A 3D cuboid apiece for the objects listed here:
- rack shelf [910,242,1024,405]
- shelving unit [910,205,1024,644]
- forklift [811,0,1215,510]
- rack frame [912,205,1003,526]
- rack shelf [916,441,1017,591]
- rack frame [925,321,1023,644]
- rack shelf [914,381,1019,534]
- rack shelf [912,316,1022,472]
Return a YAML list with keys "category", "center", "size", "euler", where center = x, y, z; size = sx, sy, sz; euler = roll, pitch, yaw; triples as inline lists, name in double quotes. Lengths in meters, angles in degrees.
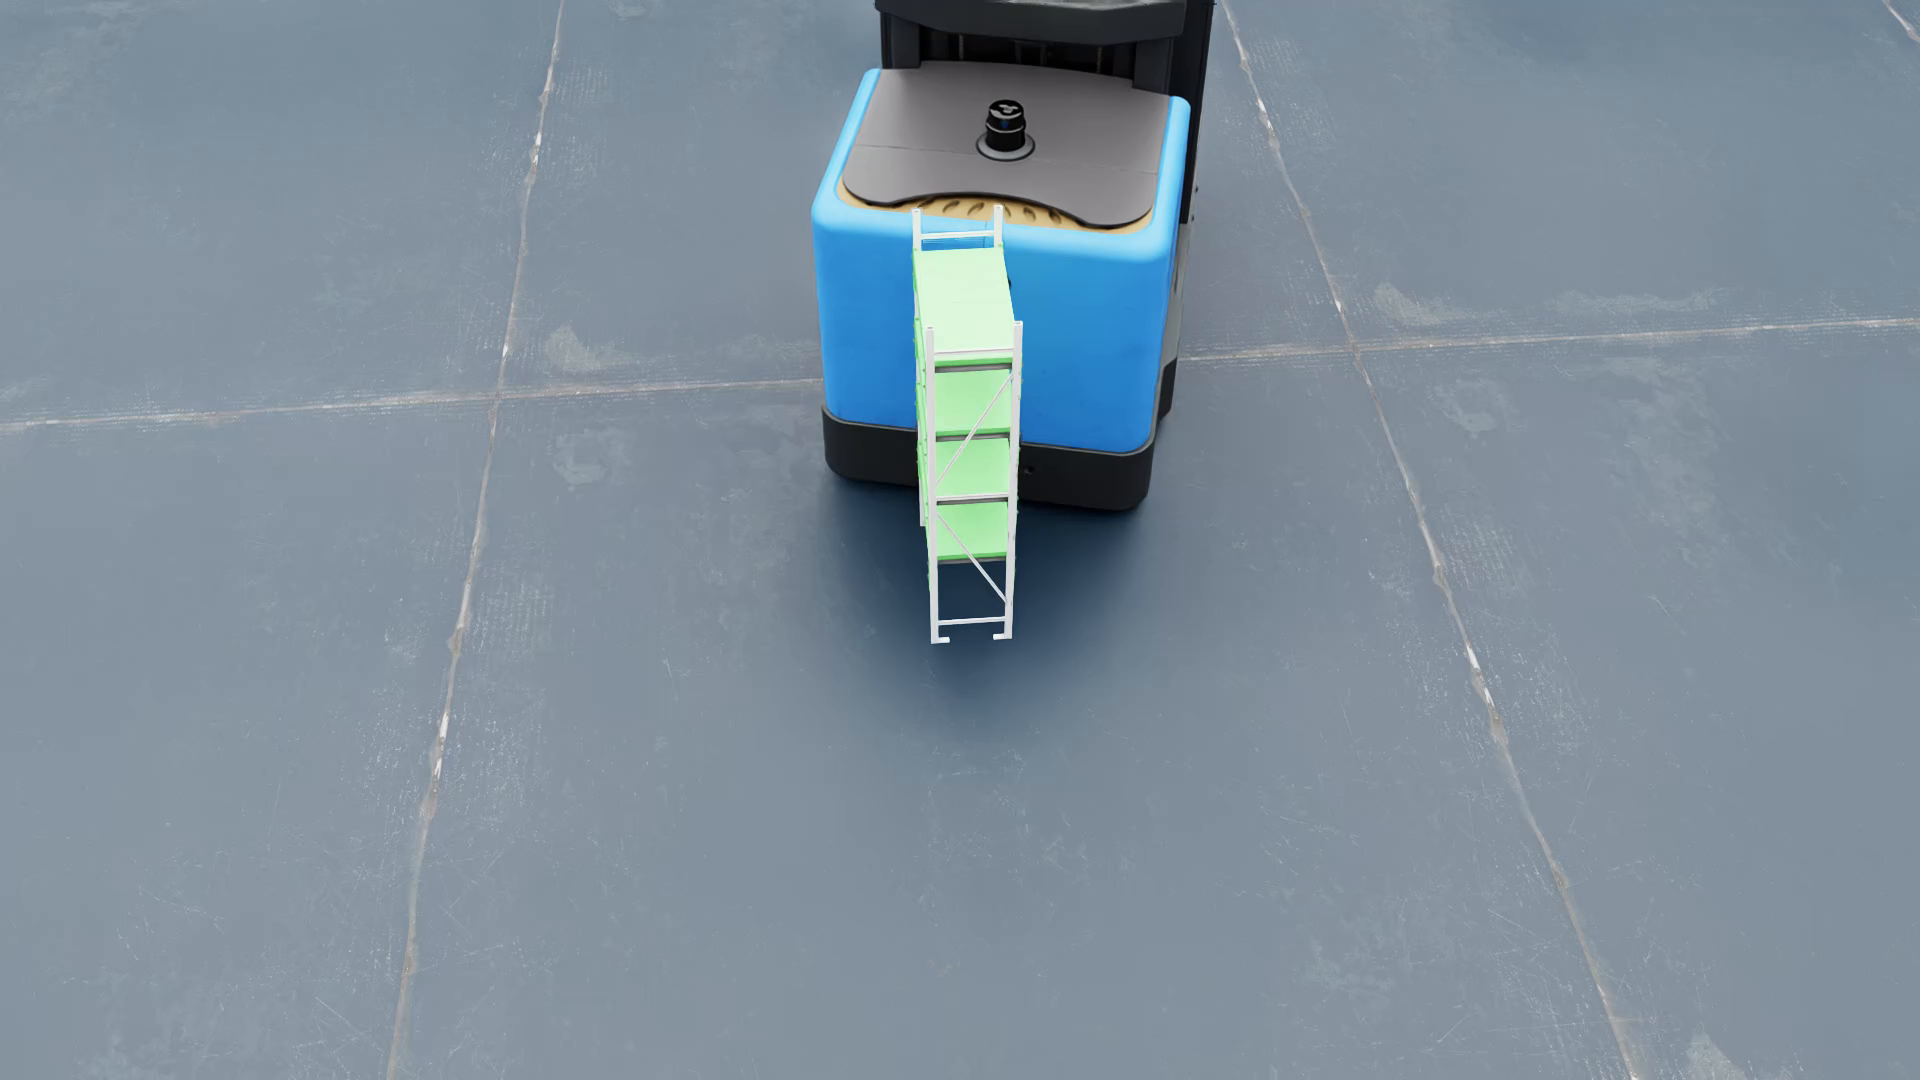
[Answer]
- category: "rack shelf"
  center: [0.014, -0.579, 4.399]
  size: [0.258, 0.148, 0.480]
  euler: [-3, 47, -3]
- category: "shelving unit"
  center: [0.014, -0.293, 4.701]
  size: [0.258, 1.200, 0.503]
  euler: [-3, 47, -3]
- category: "forklift"
  center: [0.321, -2.187, 5.303]
  size: [1.130, 2.935, 3.031]
  euler: [7, 47, 7]
- category: "rack frame"
  center: [-0.007, -0.469, 4.868]
  size: [0.240, 1.200, 0.015]
  euler: [-3, 47, -3]
- category: "rack shelf"
  center: [0.014, -0.084, 4.922]
  size: [0.258, 0.148, 0.480]
  euler: [-3, 47, -3]
- category: "rack frame"
  center: [0.034, -0.116, 4.534]
  size: [0.240, 1.200, 0.015]
  euler: [-3, 47, -3]
- category: "rack shelf"
  center: [0.014, -0.249, 4.747]
  size: [0.258, 0.148, 0.480]
  euler: [-3, 47, -3]
- category: "rack shelf"
  center: [0.014, -0.414, 4.573]
  size: [0.258, 0.148, 0.480]
  euler: [-3, 47, -3]
